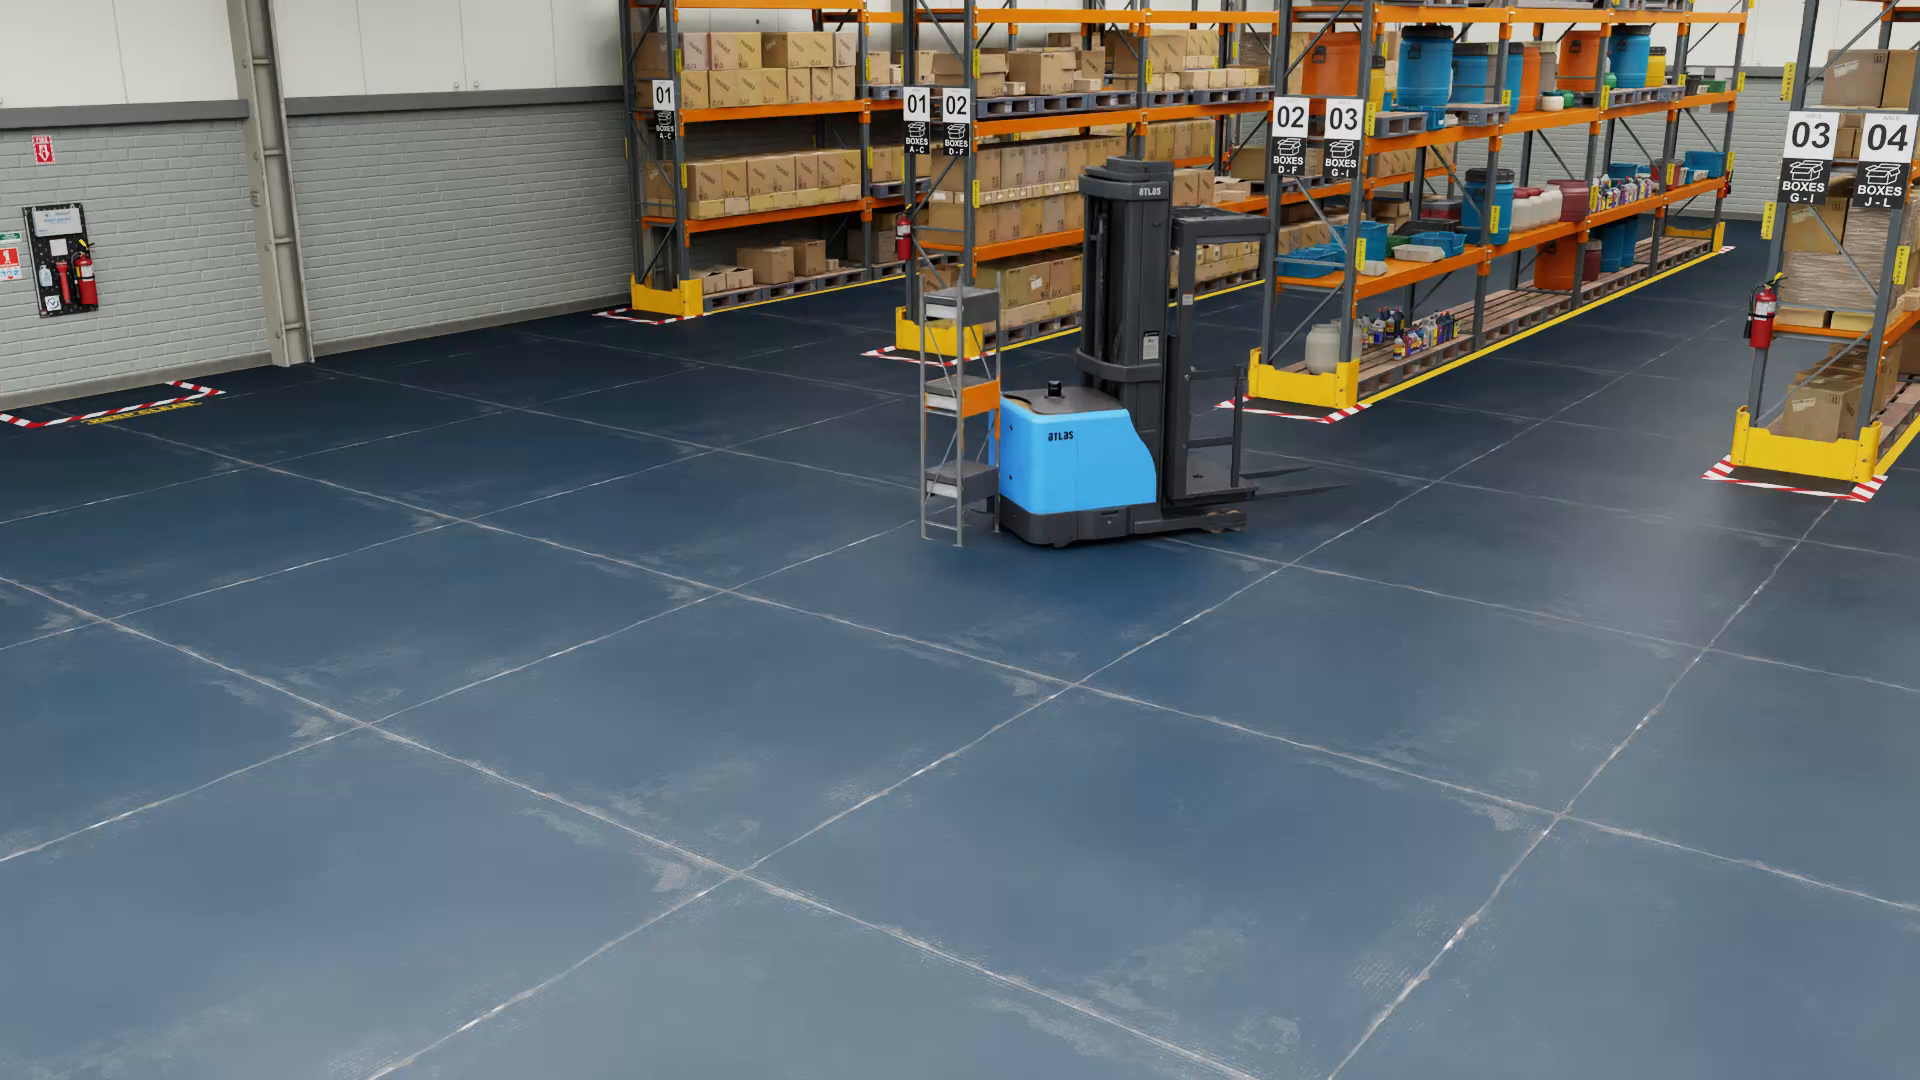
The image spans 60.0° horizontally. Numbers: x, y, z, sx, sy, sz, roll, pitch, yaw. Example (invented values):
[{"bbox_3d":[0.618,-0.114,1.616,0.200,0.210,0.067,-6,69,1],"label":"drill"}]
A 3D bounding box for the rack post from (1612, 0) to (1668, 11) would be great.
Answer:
[{"bbox_3d":[9.772,-7.918,24.410,0.937,0.300,0.954,15,23,40],"label":"rack post"}]

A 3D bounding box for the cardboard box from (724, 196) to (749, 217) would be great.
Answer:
[{"bbox_3d":[-3.387,-4.813,23.904,0.500,0.250,0.500,12,21,33],"label":"cardboard box"}]

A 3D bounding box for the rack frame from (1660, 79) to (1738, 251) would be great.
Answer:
[{"bbox_3d":[13.259,-6.749,29.918,1.000,3.000,0.127,12,21,35],"label":"rack frame"}]

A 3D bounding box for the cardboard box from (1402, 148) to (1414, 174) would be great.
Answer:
[{"bbox_3d":[8.025,-7.035,30.670,0.500,0.500,0.500,12,21,34],"label":"cardboard box"}]

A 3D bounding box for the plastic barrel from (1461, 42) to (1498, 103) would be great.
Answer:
[{"bbox_3d":[6.628,-5.878,21.211,0.600,0.901,0.600,0,17,0],"label":"plastic barrel"}]

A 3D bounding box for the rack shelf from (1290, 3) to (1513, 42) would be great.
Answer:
[{"bbox_3d":[4.918,-5.745,18.457,1.077,0.370,4.000,12,21,35],"label":"rack shelf"}]

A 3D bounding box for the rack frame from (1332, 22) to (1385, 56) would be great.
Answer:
[{"bbox_3d":[6.900,-9.537,28.782,1.000,3.000,0.127,12,21,35],"label":"rack frame"}]

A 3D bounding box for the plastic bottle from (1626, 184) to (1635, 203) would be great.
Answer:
[{"bbox_3d":[10.302,-5.347,25.613,0.152,0.276,0.135,12,21,35],"label":"plastic bottle"}]

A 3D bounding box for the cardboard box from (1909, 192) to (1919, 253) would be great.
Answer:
[{"bbox_3d":[8.554,-2.931,15.268,0.500,0.500,0.500,12,21,35],"label":"cardboard box"}]

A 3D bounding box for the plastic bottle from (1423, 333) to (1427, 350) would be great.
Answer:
[{"bbox_3d":[5.502,-2.367,19.783,0.097,0.201,0.097,0,17,0],"label":"plastic bottle"}]

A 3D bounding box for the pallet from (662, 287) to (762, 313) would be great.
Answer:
[{"bbox_3d":[-3.673,-3.562,24.359,1.003,0.211,1.213,12,21,35],"label":"pallet"}]

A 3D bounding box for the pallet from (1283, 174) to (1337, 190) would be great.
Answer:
[{"bbox_3d":[5.672,-6.092,28.127,1.003,0.211,1.213,12,21,35],"label":"pallet"}]

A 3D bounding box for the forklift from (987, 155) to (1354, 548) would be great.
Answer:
[{"bbox_3d":[1.791,-1.593,13.431,3.031,2.935,1.130,-6,18,-20],"label":"forklift"}]

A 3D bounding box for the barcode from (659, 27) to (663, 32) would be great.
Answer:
[{"bbox_3d":[-4.209,-7.190,23.416,0.001,0.075,0.075,12,21,35],"label":"barcode"}]

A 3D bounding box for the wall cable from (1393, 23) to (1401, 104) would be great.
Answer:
[{"bbox_3d":[8.960,-11.166,39.261,3.097,2.526,0.112,12,21,35],"label":"wall cable"}]

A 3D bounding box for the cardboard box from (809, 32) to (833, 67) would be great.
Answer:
[{"bbox_3d":[-2.248,-7.308,24.774,0.500,0.500,0.500,14,22,38],"label":"cardboard box"}]

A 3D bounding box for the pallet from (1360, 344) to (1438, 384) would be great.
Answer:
[{"bbox_3d":[4.949,-2.115,19.697,1.003,0.211,1.213,12,21,35],"label":"pallet"}]

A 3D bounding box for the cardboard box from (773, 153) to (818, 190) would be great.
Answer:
[{"bbox_3d":[-2.482,-5.532,24.955,0.500,0.500,0.500,12,21,33],"label":"cardboard box"}]

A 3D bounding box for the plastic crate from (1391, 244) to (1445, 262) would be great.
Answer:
[{"bbox_3d":[5.345,-3.333,19.364,0.530,0.136,0.437,12,21,35],"label":"plastic crate"}]

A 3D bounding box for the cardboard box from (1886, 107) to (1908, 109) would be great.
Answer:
[{"bbox_3d":[8.557,-3.818,15.002,0.380,0.149,0.250,13,22,37],"label":"cardboard box"}]

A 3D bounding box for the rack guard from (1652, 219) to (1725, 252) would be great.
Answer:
[{"bbox_3d":[13.263,-5.563,30.315,1.175,0.500,0.348,12,21,35],"label":"rack guard"}]

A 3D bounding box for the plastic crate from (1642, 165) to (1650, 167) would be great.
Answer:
[{"bbox_3d":[12.063,-6.383,28.923,0.416,0.233,0.300,12,21,35],"label":"plastic crate"}]

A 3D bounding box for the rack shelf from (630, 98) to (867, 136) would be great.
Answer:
[{"bbox_3d":[-3.039,-6.254,24.480,1.077,0.370,4.000,12,21,35],"label":"rack shelf"}]

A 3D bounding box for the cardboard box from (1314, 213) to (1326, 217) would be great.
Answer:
[{"bbox_3d":[6.107,-5.487,29.330,0.500,0.500,0.500,13,21,35],"label":"cardboard box"}]

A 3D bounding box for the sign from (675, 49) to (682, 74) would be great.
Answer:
[{"bbox_3d":[-3.795,-6.443,22.401,0.100,0.325,0.005,12,21,35],"label":"sign"}]

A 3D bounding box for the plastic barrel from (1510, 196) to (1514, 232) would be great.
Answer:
[{"bbox_3d":[6.855,-4.145,21.304,0.433,0.535,0.433,0,17,0],"label":"plastic barrel"}]

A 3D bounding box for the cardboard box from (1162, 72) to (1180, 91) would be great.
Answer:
[{"bbox_3d":[2.833,-6.605,23.941,0.500,0.250,0.500,10,20,29],"label":"cardboard box"}]

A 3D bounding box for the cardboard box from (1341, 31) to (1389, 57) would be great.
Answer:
[{"bbox_3d":[7.159,-8.753,29.459,0.700,0.500,0.500,12,21,35],"label":"cardboard box"}]

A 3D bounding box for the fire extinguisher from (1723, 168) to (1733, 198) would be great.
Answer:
[{"bbox_3d":[13.714,-6.489,29.842,0.296,0.674,0.183,12,21,35],"label":"fire extinguisher"}]

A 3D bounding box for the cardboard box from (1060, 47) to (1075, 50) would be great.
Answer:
[{"bbox_3d":[1.677,-8.795,30.539,0.700,0.500,0.500,12,21,35],"label":"cardboard box"}]

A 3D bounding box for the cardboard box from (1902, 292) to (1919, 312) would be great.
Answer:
[{"bbox_3d":[9.037,-2.309,16.044,0.380,0.149,0.250,12,21,35],"label":"cardboard box"}]

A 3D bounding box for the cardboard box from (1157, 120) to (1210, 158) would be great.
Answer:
[{"bbox_3d":[4.582,-8.344,34.550,0.980,0.700,0.700,12,21,34],"label":"cardboard box"}]

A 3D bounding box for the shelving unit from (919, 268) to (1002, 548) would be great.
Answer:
[{"bbox_3d":[0.005,-1.035,13.035,0.431,2.100,0.503,13,22,36],"label":"shelving unit"}]

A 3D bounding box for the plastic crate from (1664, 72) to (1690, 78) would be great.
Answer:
[{"bbox_3d":[12.128,-7.836,28.467,0.504,0.338,0.767,12,21,35],"label":"plastic crate"}]

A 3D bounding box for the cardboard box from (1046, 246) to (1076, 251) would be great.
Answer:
[{"bbox_3d":[1.314,-3.837,23.205,0.500,0.500,0.500,12,21,35],"label":"cardboard box"}]

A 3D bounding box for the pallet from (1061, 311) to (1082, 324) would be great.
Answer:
[{"bbox_3d":[1.626,-3.253,23.364,1.003,0.211,1.213,12,21,35],"label":"pallet"}]

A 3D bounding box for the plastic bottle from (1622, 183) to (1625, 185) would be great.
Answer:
[{"bbox_3d":[10.271,-5.394,25.773,0.097,0.271,0.097,0,17,0],"label":"plastic bottle"}]

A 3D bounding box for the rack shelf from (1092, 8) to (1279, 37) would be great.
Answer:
[{"bbox_3d":[3.325,-7.574,24.346,1.077,0.370,4.000,12,21,35],"label":"rack shelf"}]

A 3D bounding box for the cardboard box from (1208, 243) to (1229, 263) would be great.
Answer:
[{"bbox_3d":[3.795,-4.462,25.537,0.500,0.311,0.500,12,21,34],"label":"cardboard box"}]

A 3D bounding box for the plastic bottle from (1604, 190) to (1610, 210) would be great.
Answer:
[{"bbox_3d":[9.540,-5.023,24.557,0.061,0.283,0.133,12,21,35],"label":"plastic bottle"}]

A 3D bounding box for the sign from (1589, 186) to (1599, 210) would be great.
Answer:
[{"bbox_3d":[8.939,-4.826,23.451,0.100,0.325,0.005,12,21,35],"label":"sign"}]

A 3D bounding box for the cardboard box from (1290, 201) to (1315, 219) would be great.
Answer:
[{"bbox_3d":[5.820,-5.736,28.867,0.500,0.250,0.500,12,21,35],"label":"cardboard box"}]

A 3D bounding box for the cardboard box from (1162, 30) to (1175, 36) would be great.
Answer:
[{"bbox_3d":[3.871,-9.758,32.662,0.500,0.500,0.500,12,21,34],"label":"cardboard box"}]

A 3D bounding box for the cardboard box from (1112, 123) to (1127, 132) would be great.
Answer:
[{"bbox_3d":[2.847,-7.948,31.811,0.500,0.250,0.500,13,22,36],"label":"cardboard box"}]

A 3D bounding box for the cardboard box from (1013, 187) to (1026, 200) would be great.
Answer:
[{"bbox_3d":[0.614,-4.409,21.123,0.380,0.149,0.250,12,21,34],"label":"cardboard box"}]

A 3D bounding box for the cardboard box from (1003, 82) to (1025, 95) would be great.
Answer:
[{"bbox_3d":[0.593,-5.643,20.780,0.380,0.149,0.250,12,21,35],"label":"cardboard box"}]

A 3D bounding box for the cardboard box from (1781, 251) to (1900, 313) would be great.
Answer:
[{"bbox_3d":[8.053,-2.379,15.176,0.875,0.500,0.500,12,21,35],"label":"cardboard box"}]

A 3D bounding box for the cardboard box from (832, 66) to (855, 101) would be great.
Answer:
[{"bbox_3d":[-1.951,-6.967,25.360,0.500,0.500,0.500,13,22,36],"label":"cardboard box"}]

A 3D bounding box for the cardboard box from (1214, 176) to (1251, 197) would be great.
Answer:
[{"bbox_3d":[4.265,-5.598,26.363,0.500,0.311,0.500,14,22,38],"label":"cardboard box"}]

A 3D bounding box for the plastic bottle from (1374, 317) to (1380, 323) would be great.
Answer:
[{"bbox_3d":[5.125,-2.592,20.392,0.097,0.271,0.097,0,17,0],"label":"plastic bottle"}]

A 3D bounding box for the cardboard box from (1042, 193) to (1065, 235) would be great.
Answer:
[{"bbox_3d":[0.959,-4.340,21.993,0.700,0.500,0.500,13,22,36],"label":"cardboard box"}]

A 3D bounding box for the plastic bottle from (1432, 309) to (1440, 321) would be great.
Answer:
[{"bbox_3d":[5.841,-2.657,20.466,0.144,0.351,0.185,12,21,35],"label":"plastic bottle"}]

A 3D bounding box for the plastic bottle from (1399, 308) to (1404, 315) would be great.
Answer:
[{"bbox_3d":[5.567,-2.799,21.059,0.097,0.271,0.097,0,17,0],"label":"plastic bottle"}]

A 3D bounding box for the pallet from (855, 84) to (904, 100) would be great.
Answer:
[{"bbox_3d":[-1.394,-7.112,26.348,1.213,0.211,1.003,12,21,35],"label":"pallet"}]

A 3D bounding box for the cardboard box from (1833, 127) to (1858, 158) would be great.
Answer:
[{"bbox_3d":[7.787,-3.583,14.920,0.500,0.250,0.500,13,21,36],"label":"cardboard box"}]

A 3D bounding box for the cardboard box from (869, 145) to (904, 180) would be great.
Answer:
[{"bbox_3d":[-1.178,-6.146,27.068,0.700,0.500,0.500,15,23,40],"label":"cardboard box"}]

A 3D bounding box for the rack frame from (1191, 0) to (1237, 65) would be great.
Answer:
[{"bbox_3d":[5.303,-11.365,34.666,1.000,3.000,0.127,12,21,35],"label":"rack frame"}]
